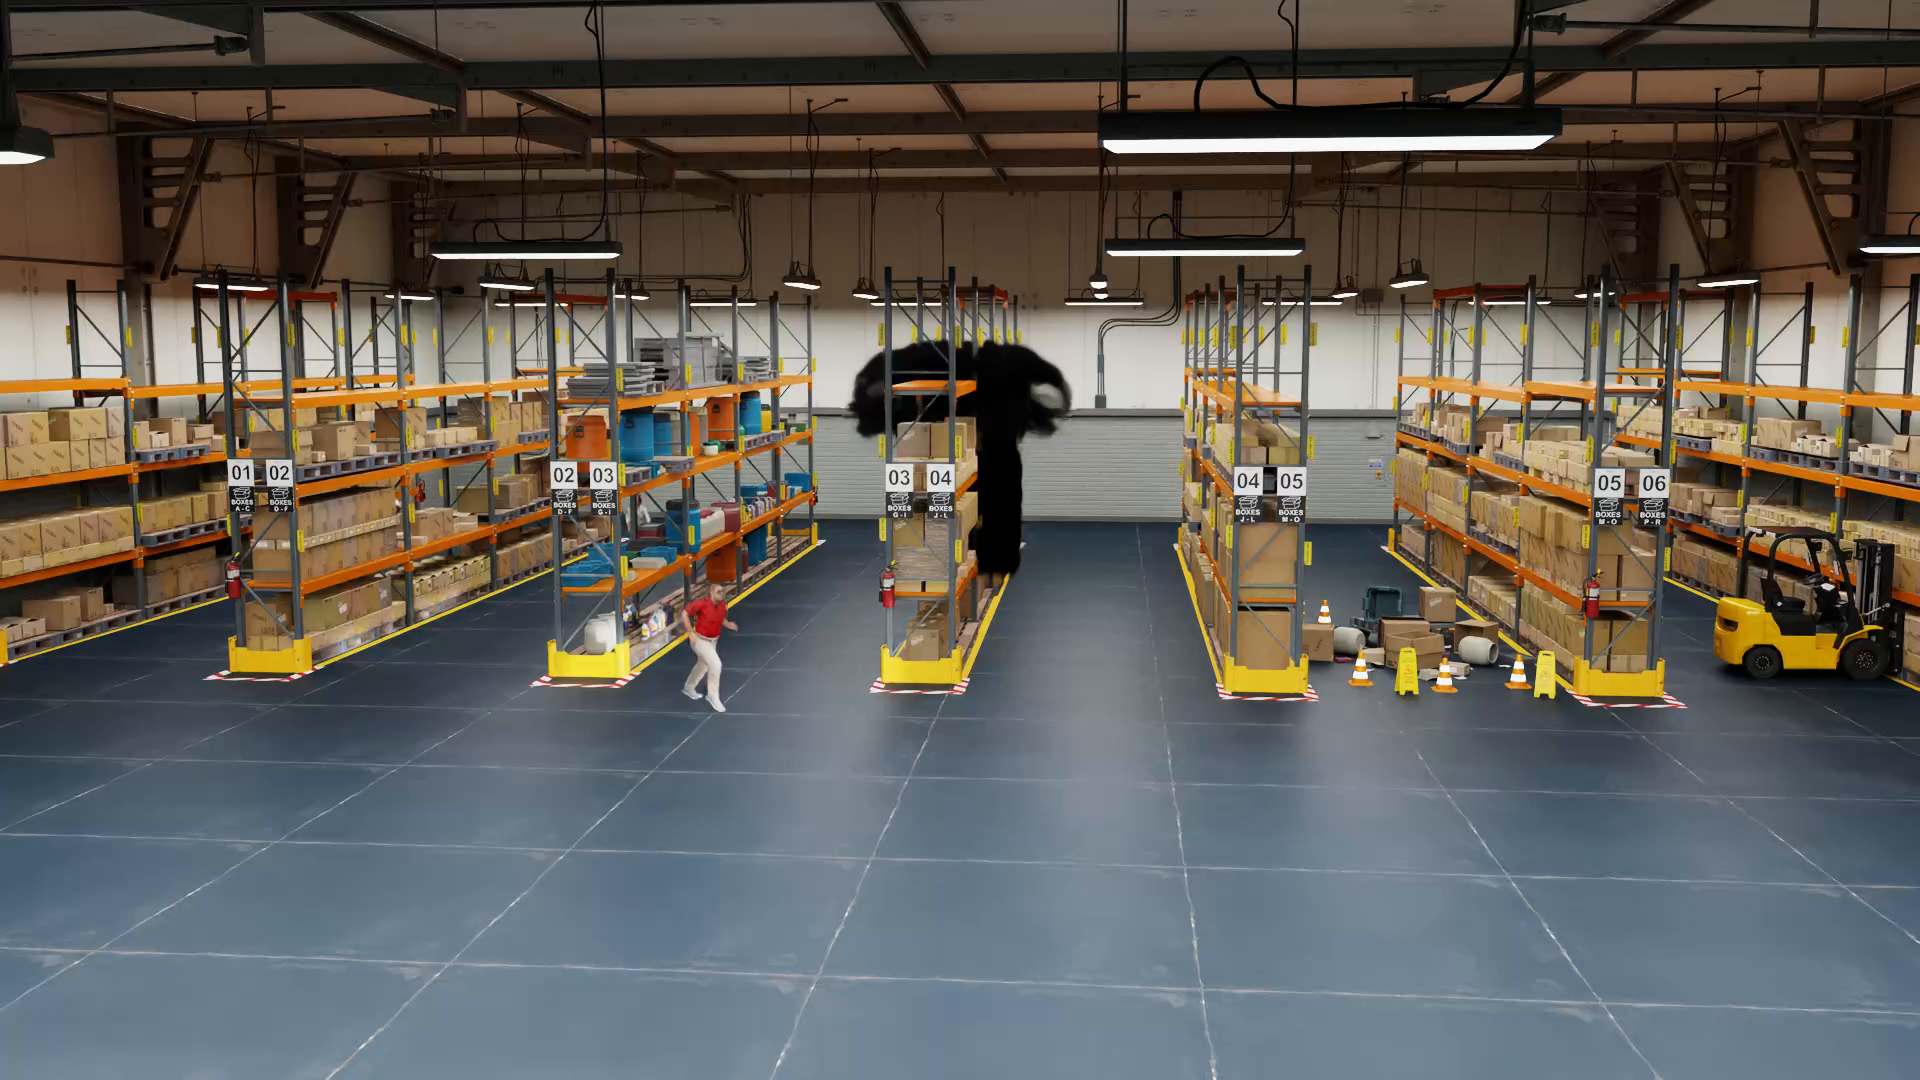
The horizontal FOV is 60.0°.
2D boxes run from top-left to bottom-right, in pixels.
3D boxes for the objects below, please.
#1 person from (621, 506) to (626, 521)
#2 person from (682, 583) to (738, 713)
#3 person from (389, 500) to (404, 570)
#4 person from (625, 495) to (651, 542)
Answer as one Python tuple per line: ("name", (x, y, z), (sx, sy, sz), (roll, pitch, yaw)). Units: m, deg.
("person", (-8.745, -0.949, 41.913), (0.592, 1.727, 0.721), (1, 7, 11))
("person", (-3.441, 1.430, 22.488), (0.899, 1.738, 0.677), (4, 8, 32))
("person", (-11.456, 0.051, 33.820), (0.661, 1.731, 0.585), (1, 7, 10))
("person", (-6.534, -0.146, 33.749), (0.525, 1.571, 0.600), (0, 7, 1))
